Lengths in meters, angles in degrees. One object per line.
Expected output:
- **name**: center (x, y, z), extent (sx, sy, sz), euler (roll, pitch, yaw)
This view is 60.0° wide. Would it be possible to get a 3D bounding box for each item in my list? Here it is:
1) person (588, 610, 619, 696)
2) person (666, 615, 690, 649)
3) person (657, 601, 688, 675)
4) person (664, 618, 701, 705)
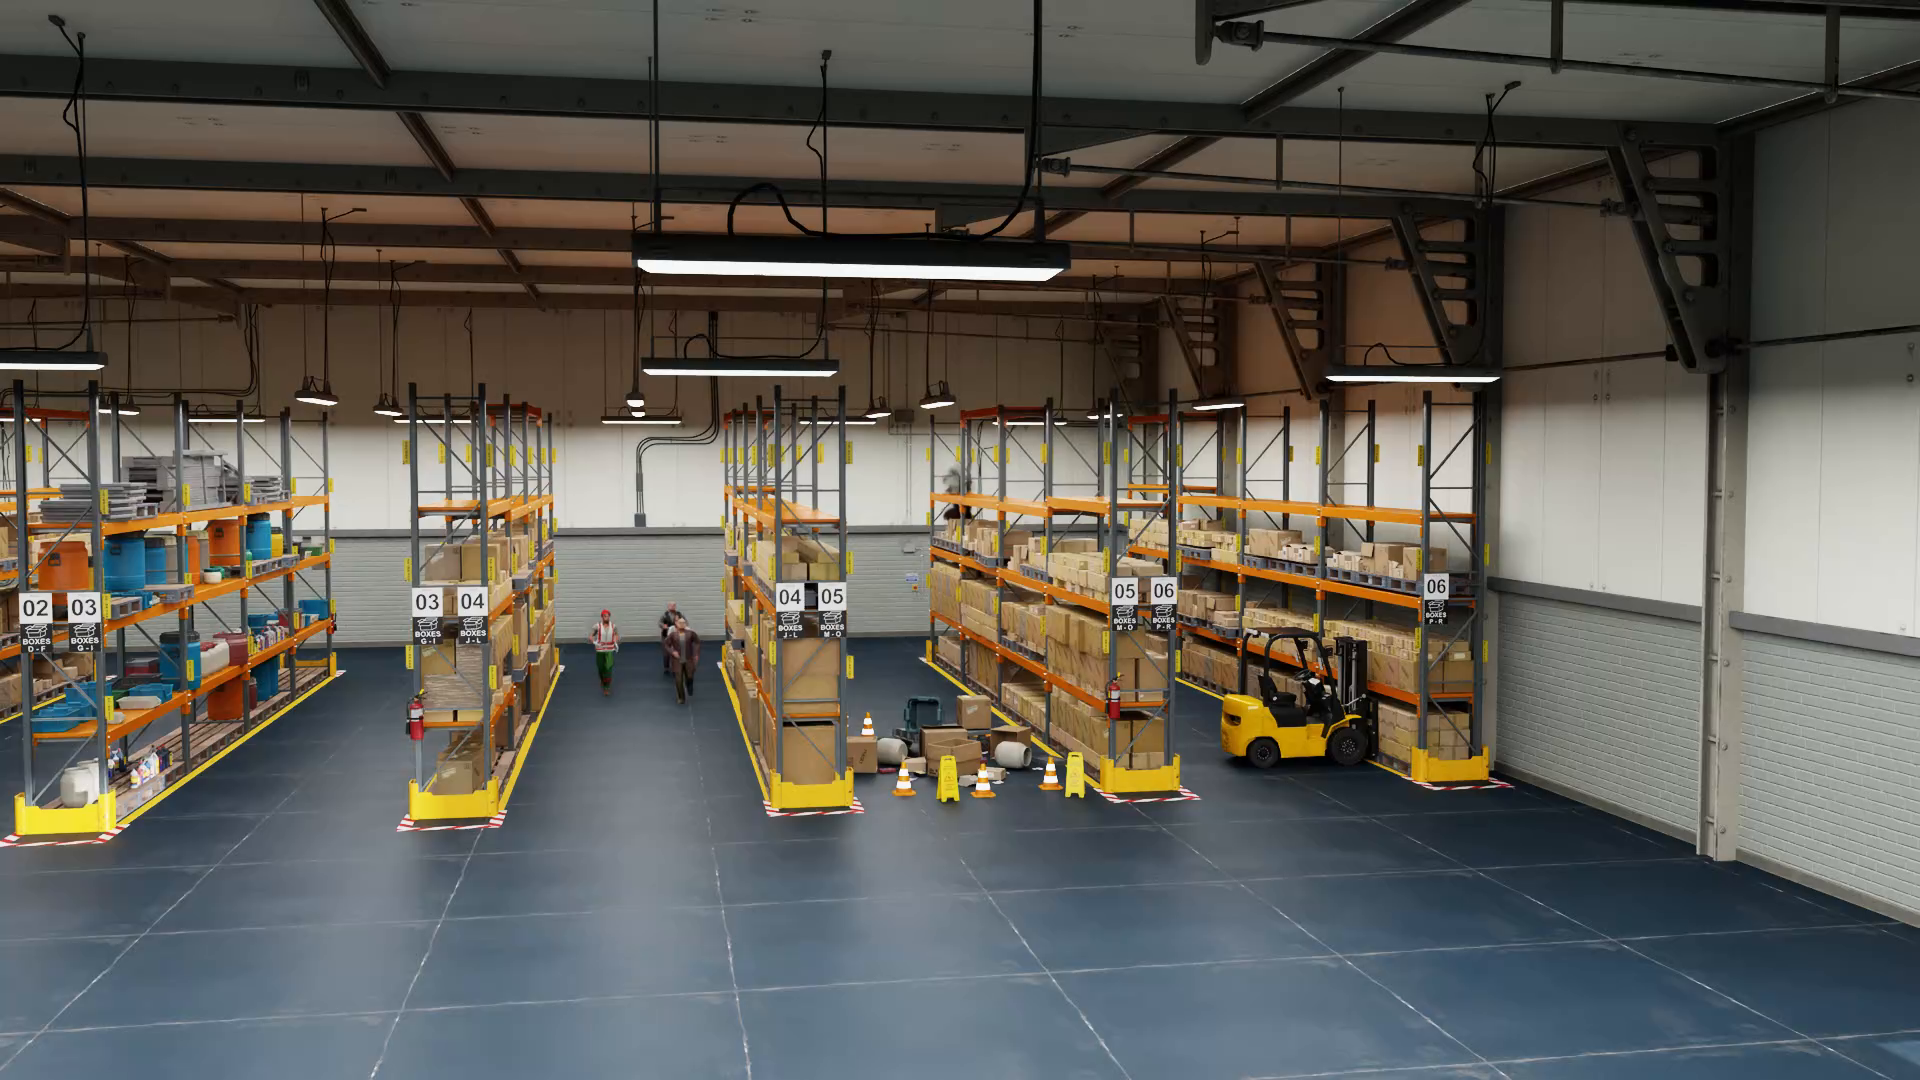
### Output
- **person**: center (-7.482, 2.353, 34.977), extent (0.646, 1.779, 0.816), euler (-1, 3, -19)
- **person**: center (-6.038, 2.398, 35.728), extent (0.561, 1.591, 0.774), euler (-1, 3, -13)
- **person**: center (-6.544, 2.240, 37.845), extent (0.684, 1.693, 0.686), euler (0, 3, -7)
- **person**: center (-5.595, 2.447, 33.581), extent (0.737, 1.729, 0.660), euler (-1, 3, -14)
